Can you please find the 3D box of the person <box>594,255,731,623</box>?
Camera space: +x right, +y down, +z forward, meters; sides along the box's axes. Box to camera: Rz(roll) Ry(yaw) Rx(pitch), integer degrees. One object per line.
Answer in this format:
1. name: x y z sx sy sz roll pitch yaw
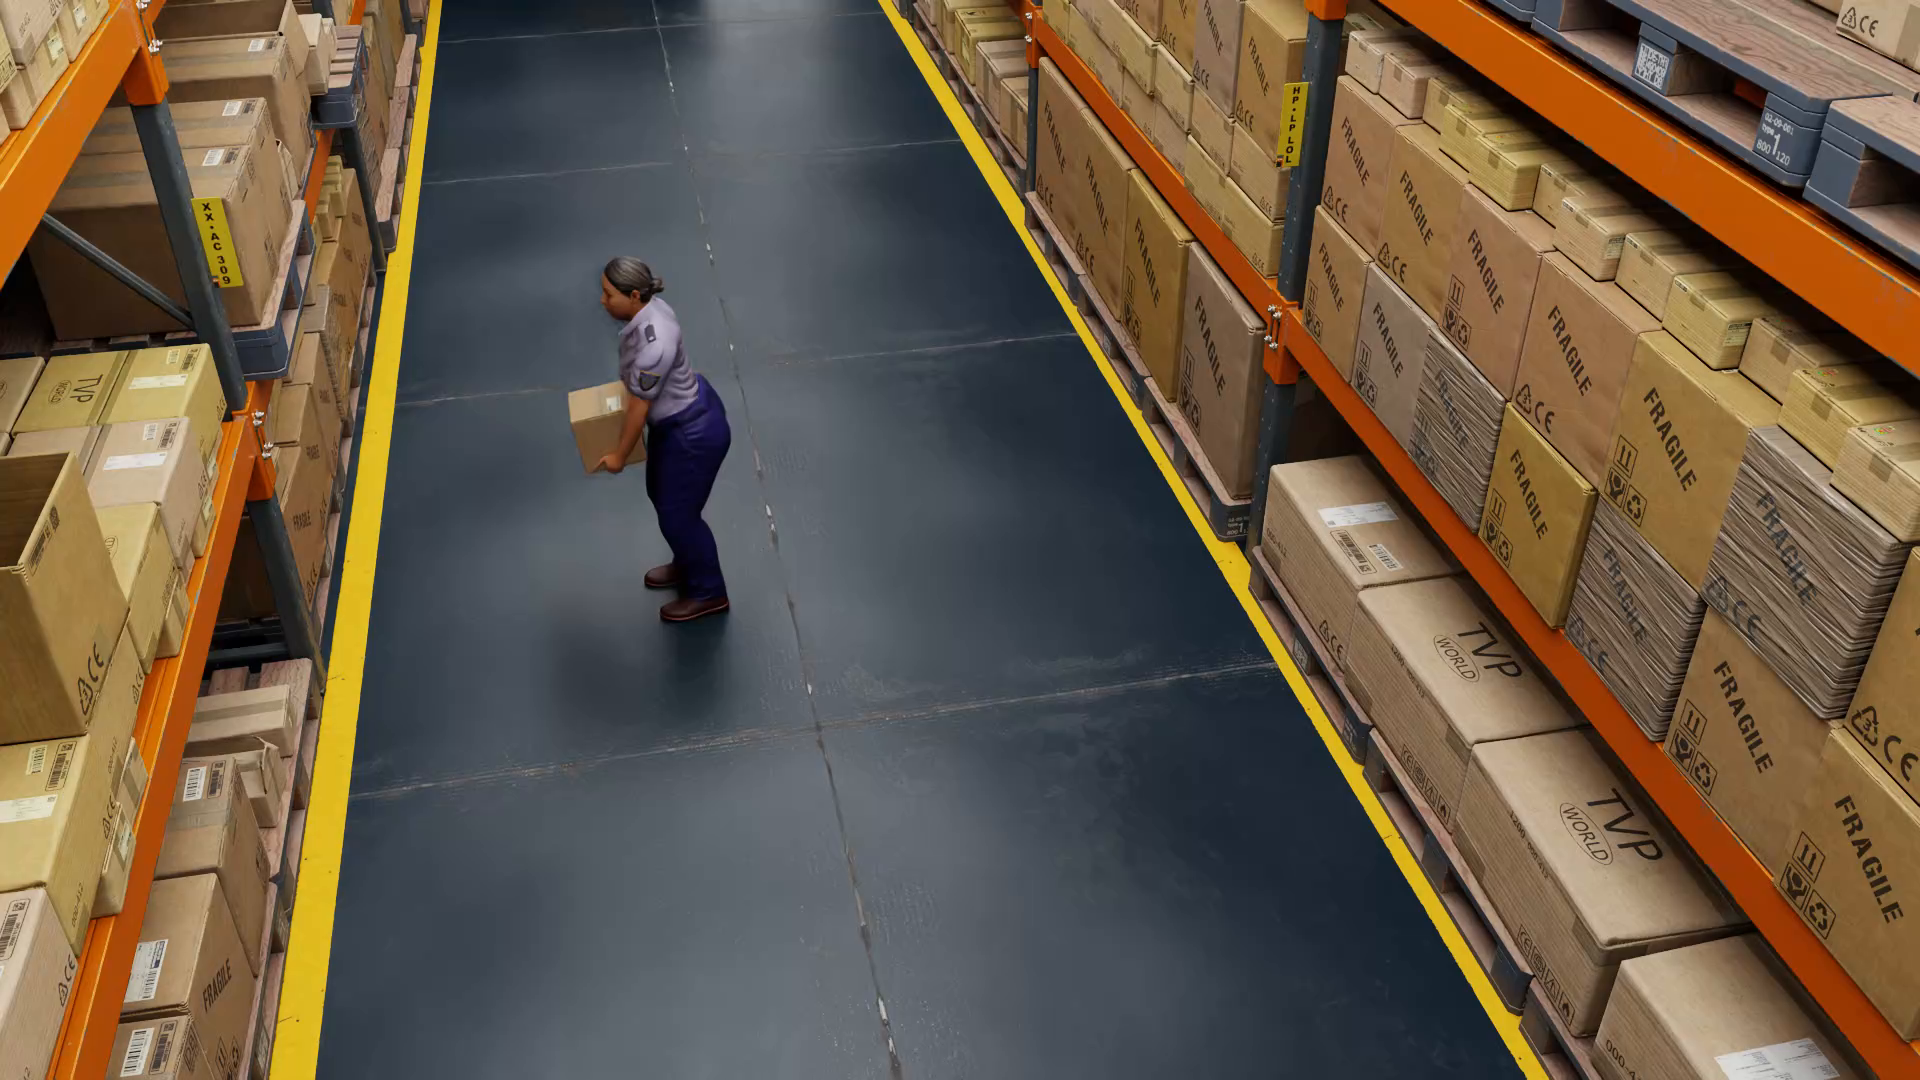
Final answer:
1. person: -1.223 -0.421 6.797 0.559 1.624 0.435 -8 35 -11
